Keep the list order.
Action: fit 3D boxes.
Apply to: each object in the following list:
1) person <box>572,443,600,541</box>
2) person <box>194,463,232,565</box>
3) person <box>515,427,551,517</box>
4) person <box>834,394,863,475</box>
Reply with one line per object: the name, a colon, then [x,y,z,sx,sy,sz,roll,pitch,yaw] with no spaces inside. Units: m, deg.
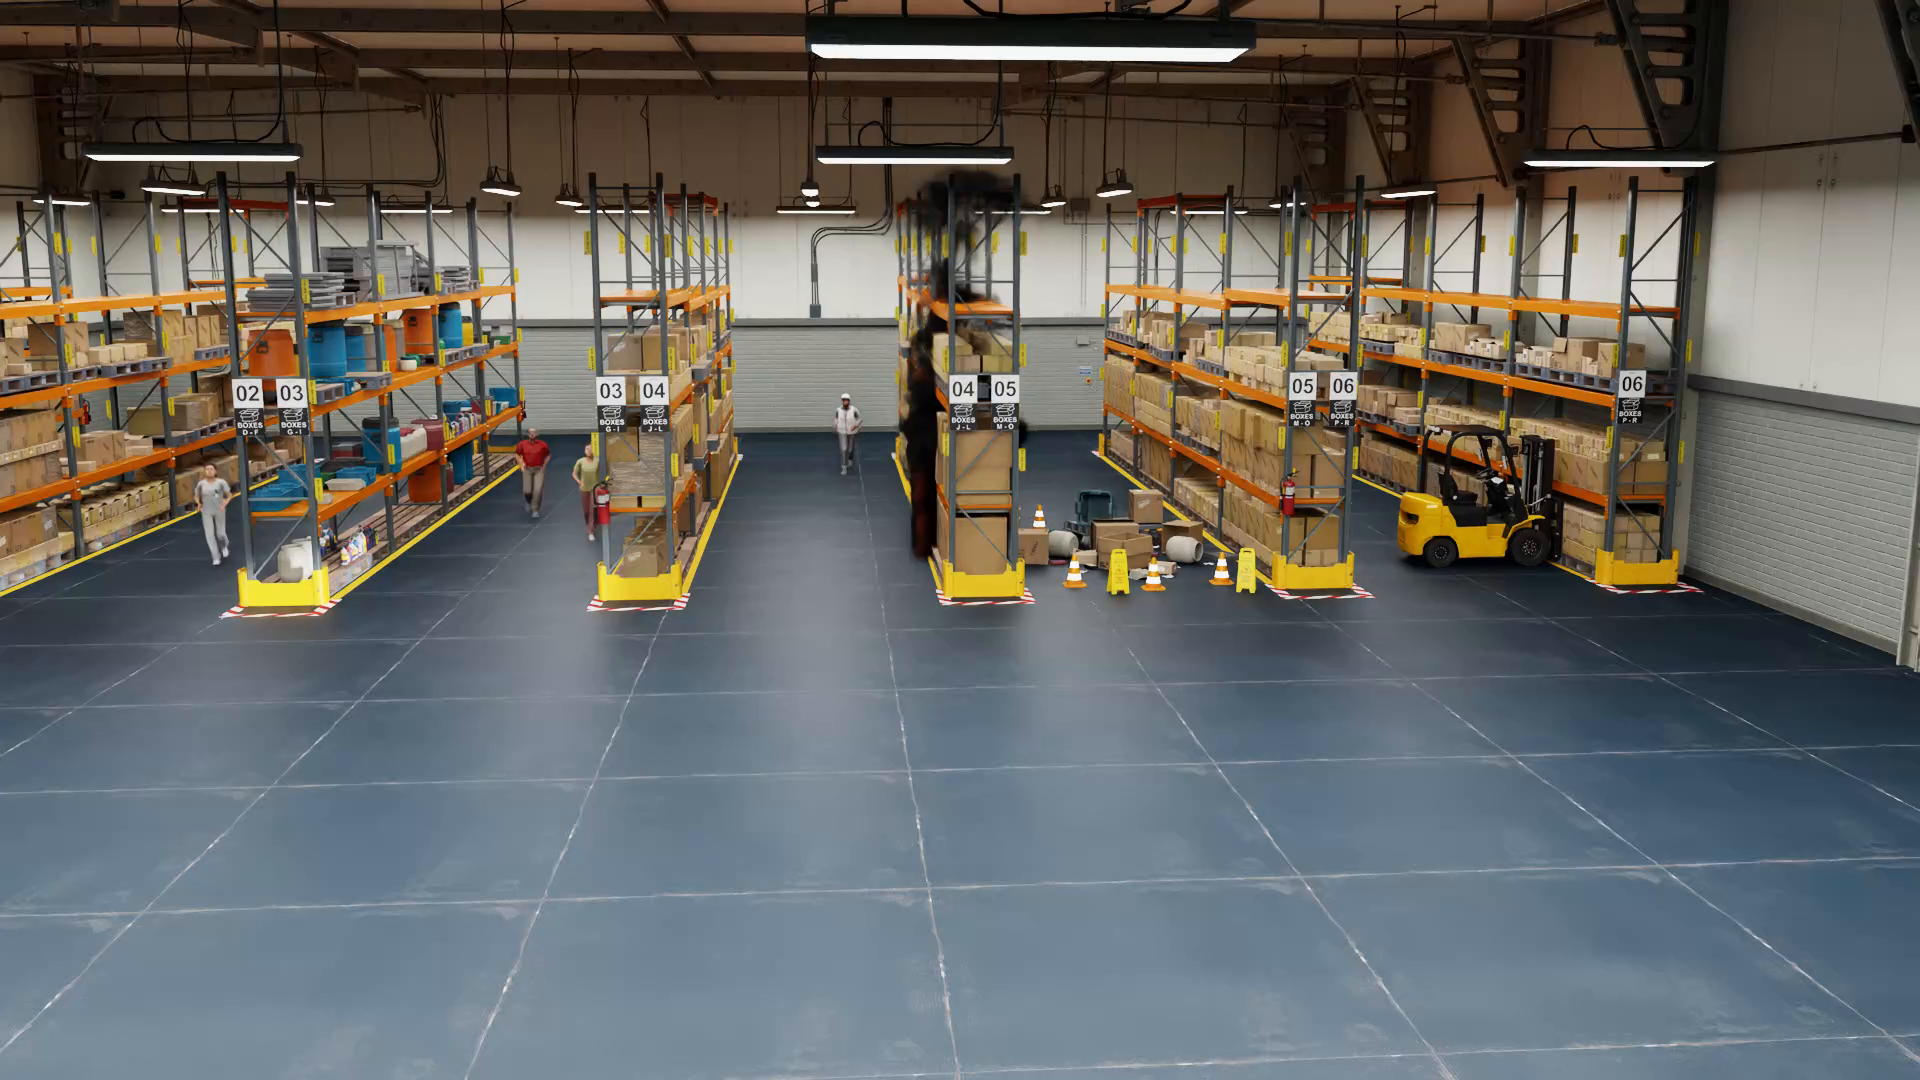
person: [-6.417,-0.856,28.862,0.583,1.650,0.822,-2,10,-10]
person: [-11.867,-0.428,26.441,0.561,1.619,0.591,-3,10,-15]
person: [-7.957,-1.267,31.034,0.644,1.677,0.595,-3,10,-15]
person: [-2.494,-2.378,37.130,0.665,1.801,0.811,0,10,3]
